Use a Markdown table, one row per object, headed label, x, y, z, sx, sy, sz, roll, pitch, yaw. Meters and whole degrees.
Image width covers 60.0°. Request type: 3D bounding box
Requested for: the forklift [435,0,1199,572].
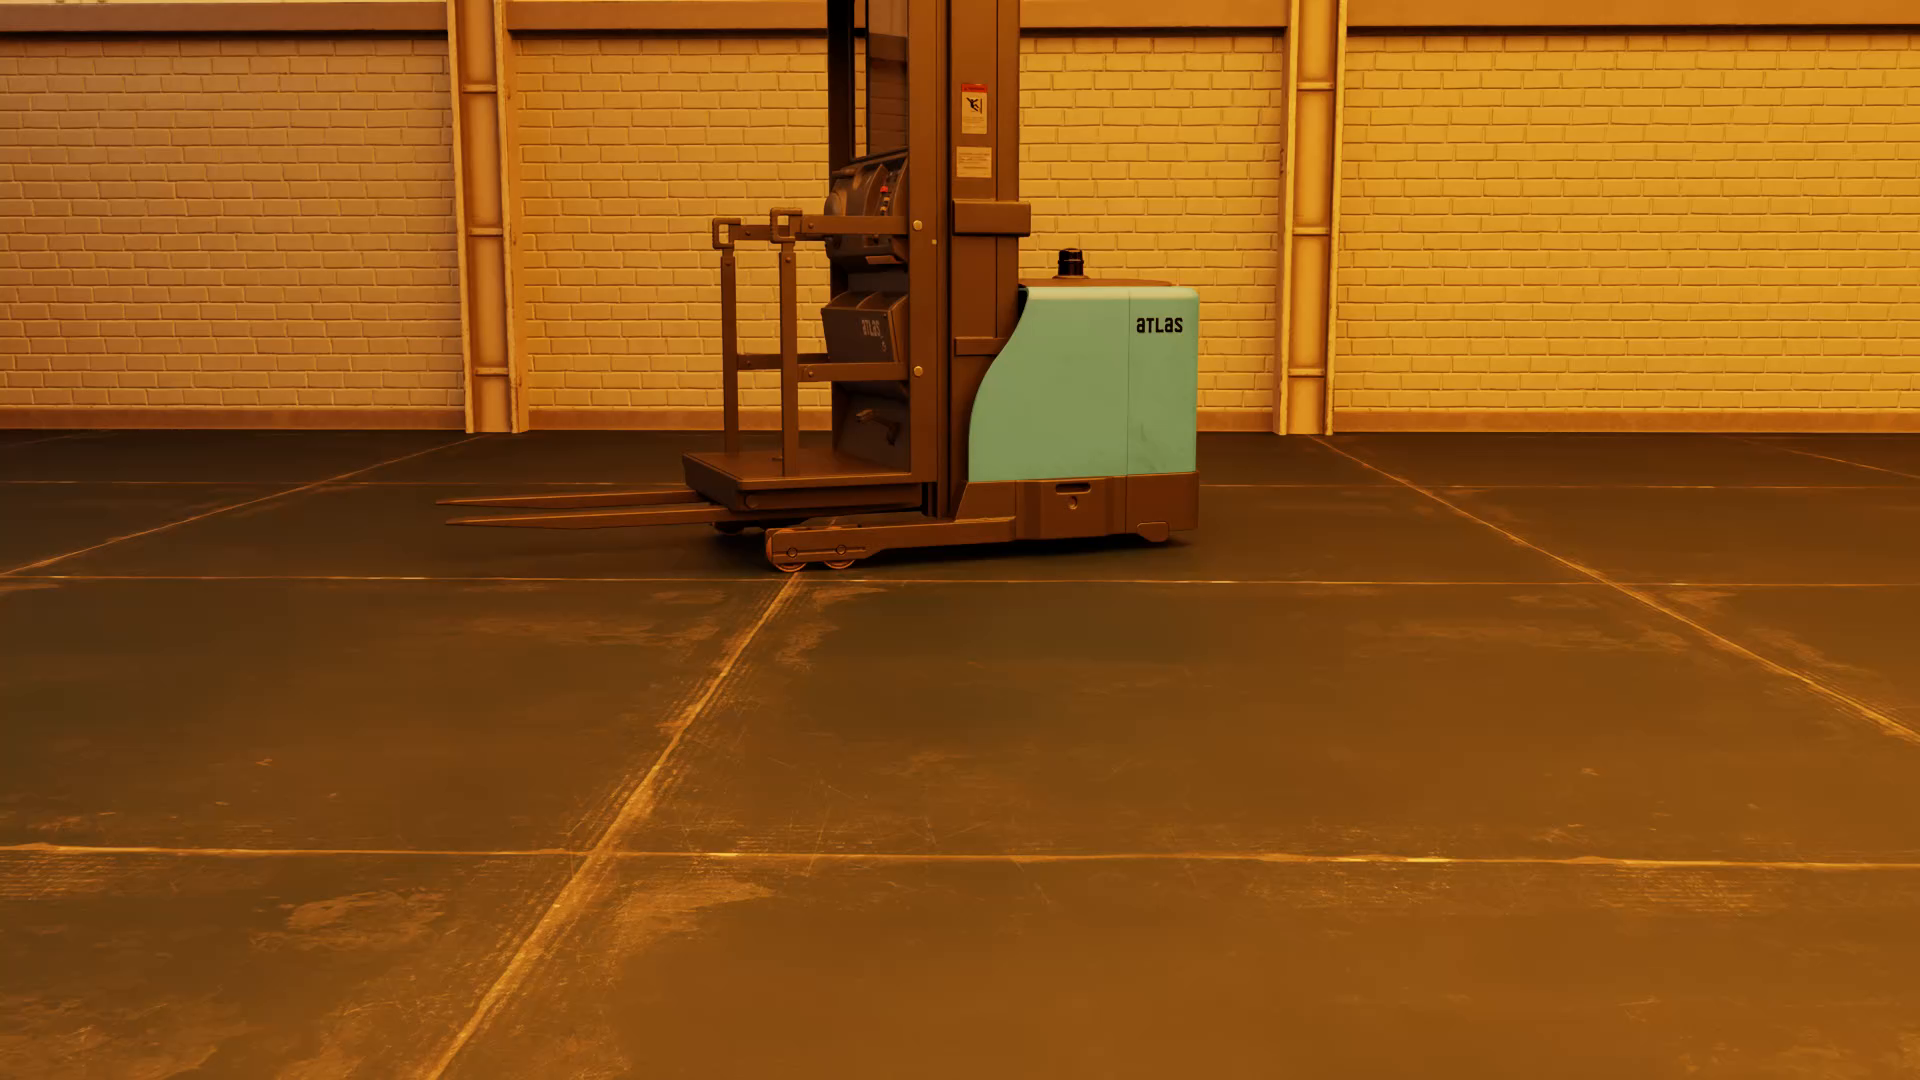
| label | x | y | z | sx | sy | sz | roll | pitch | yaw |
| --- | --- | --- | --- | --- | --- | --- | --- | --- | --- |
| forklift | -0.569 | -1.416 | 6.694 | 3.031 | 2.935 | 1.130 | -3 | 9 | -20 |
